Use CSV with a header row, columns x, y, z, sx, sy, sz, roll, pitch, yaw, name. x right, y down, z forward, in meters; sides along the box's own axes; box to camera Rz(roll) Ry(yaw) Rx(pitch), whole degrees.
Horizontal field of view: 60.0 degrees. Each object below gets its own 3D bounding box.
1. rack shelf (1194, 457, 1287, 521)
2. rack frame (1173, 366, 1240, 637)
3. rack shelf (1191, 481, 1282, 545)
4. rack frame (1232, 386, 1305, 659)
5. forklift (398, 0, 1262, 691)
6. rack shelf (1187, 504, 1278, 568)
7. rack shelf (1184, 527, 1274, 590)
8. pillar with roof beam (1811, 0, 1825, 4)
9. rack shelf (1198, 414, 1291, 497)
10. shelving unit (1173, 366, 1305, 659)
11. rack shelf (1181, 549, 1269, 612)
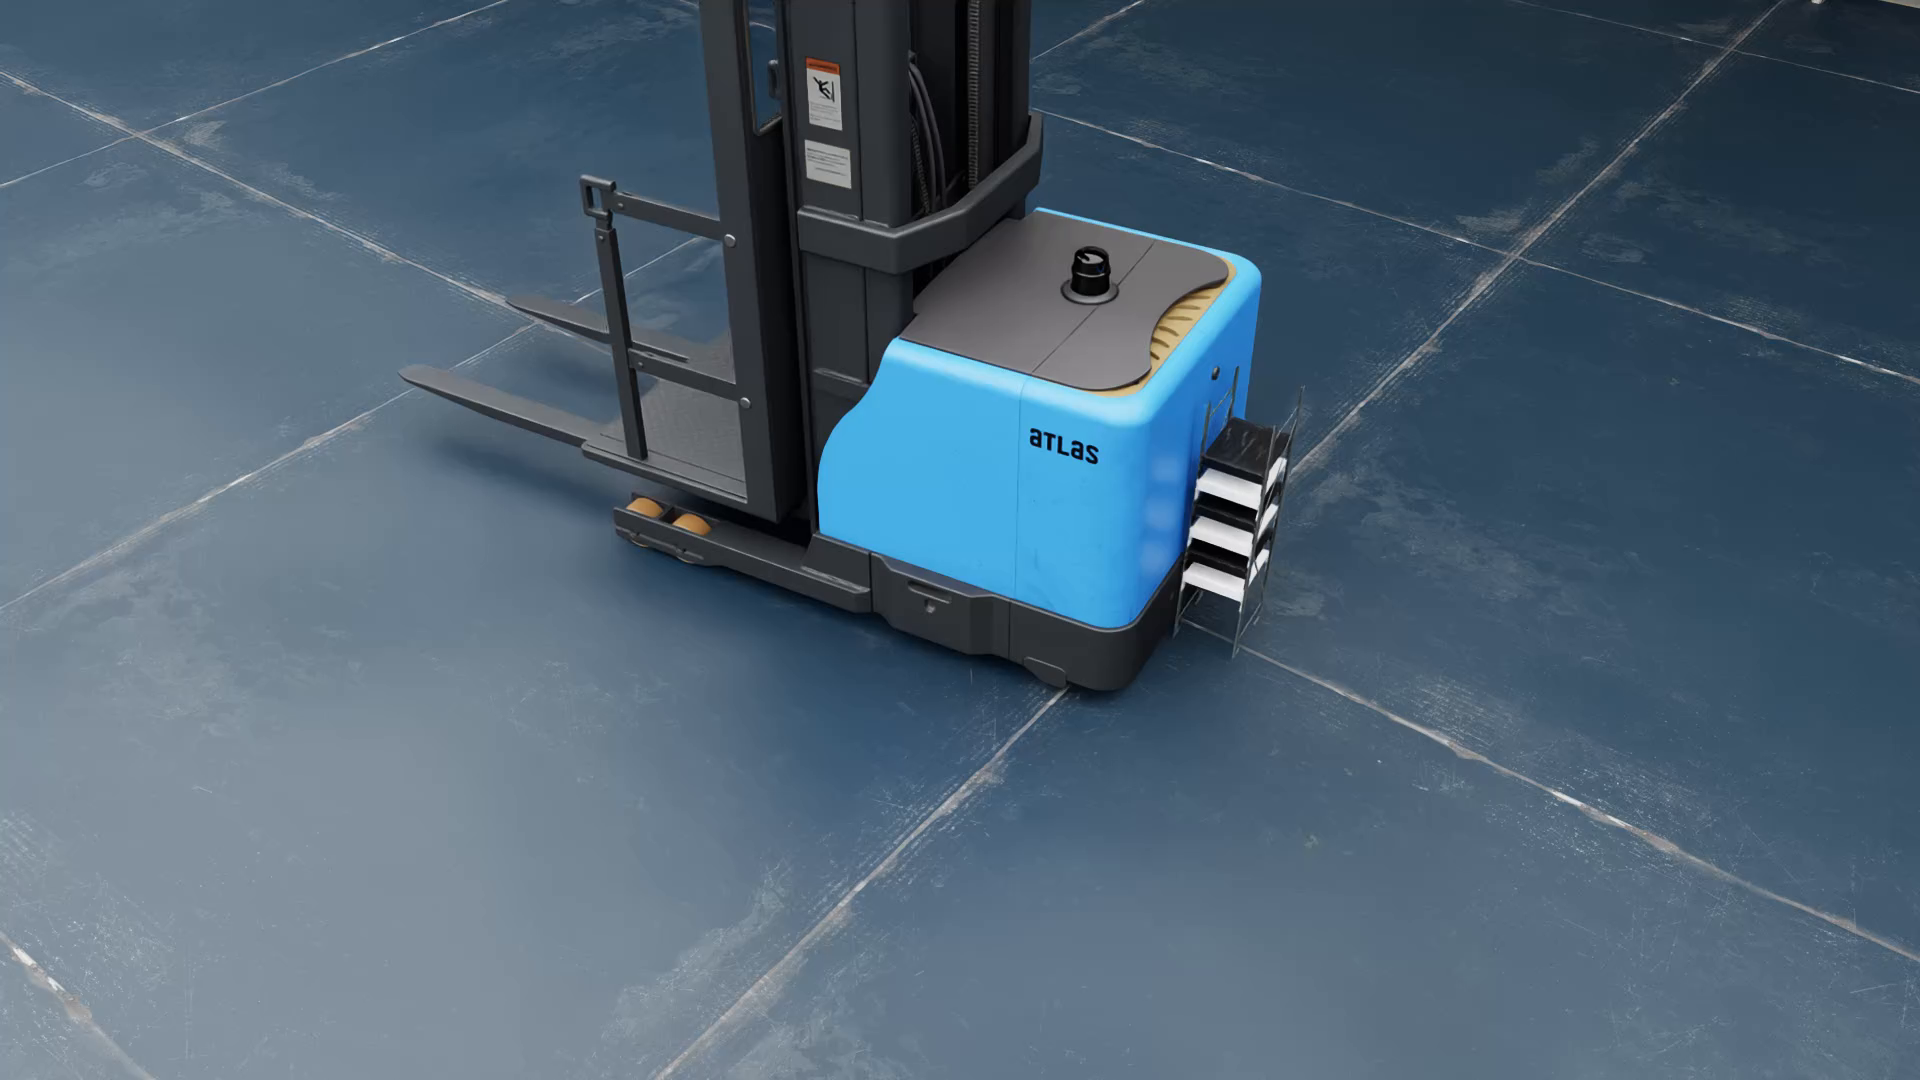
x,y,z,sx,sy,sz,roll,pitch,yaw,name
0.851,-0.184,5.012,0.200,0.077,0.258,20,42,21,rack shelf
0.757,-0.104,5.141,0.006,0.900,0.240,20,42,21,rack frame
0.848,-0.114,5.068,0.200,0.077,0.258,20,42,21,rack shelf
0.935,-0.037,5.068,0.006,0.900,0.240,20,42,21,rack frame
-0.602,-1.341,5.085,3.031,2.935,1.130,18,42,22,forklift
0.845,-0.045,5.125,0.200,0.077,0.258,20,42,21,rack shelf
0.842,0.025,5.182,0.200,0.077,0.258,20,42,21,rack shelf
2.383,-4.737,4.500,0.400,9.000,9.100,25,45,29,pillar with roof beam
0.853,-0.254,4.955,0.200,0.077,0.258,20,42,21,rack shelf
0.846,-0.070,5.104,0.210,0.900,0.258,20,42,21,shelving unit
0.840,0.095,5.238,0.200,0.077,0.258,20,42,21,rack shelf
